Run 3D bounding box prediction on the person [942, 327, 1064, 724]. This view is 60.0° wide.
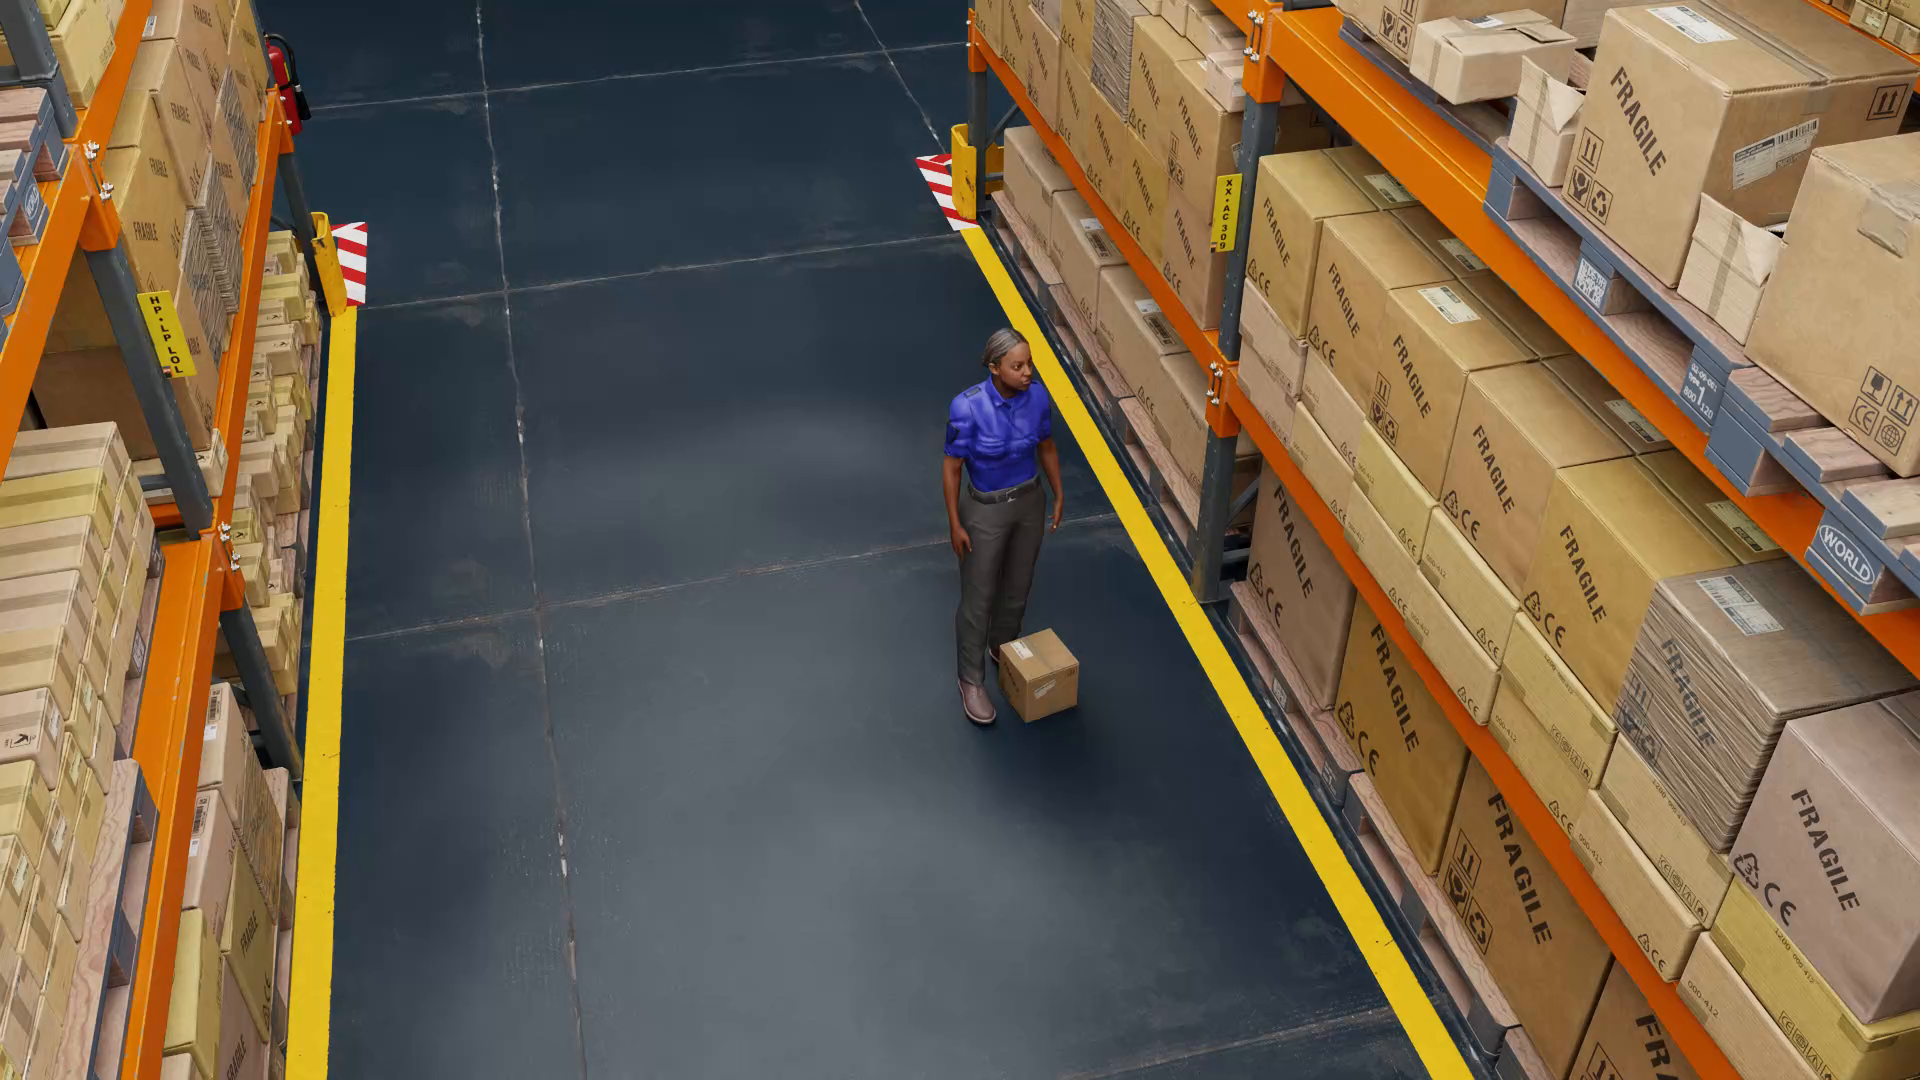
[{"bbox_3d":[0.204,-0.066,6.788,0.570,1.656,0.503,-19,42,-22],"label":"person"}]
